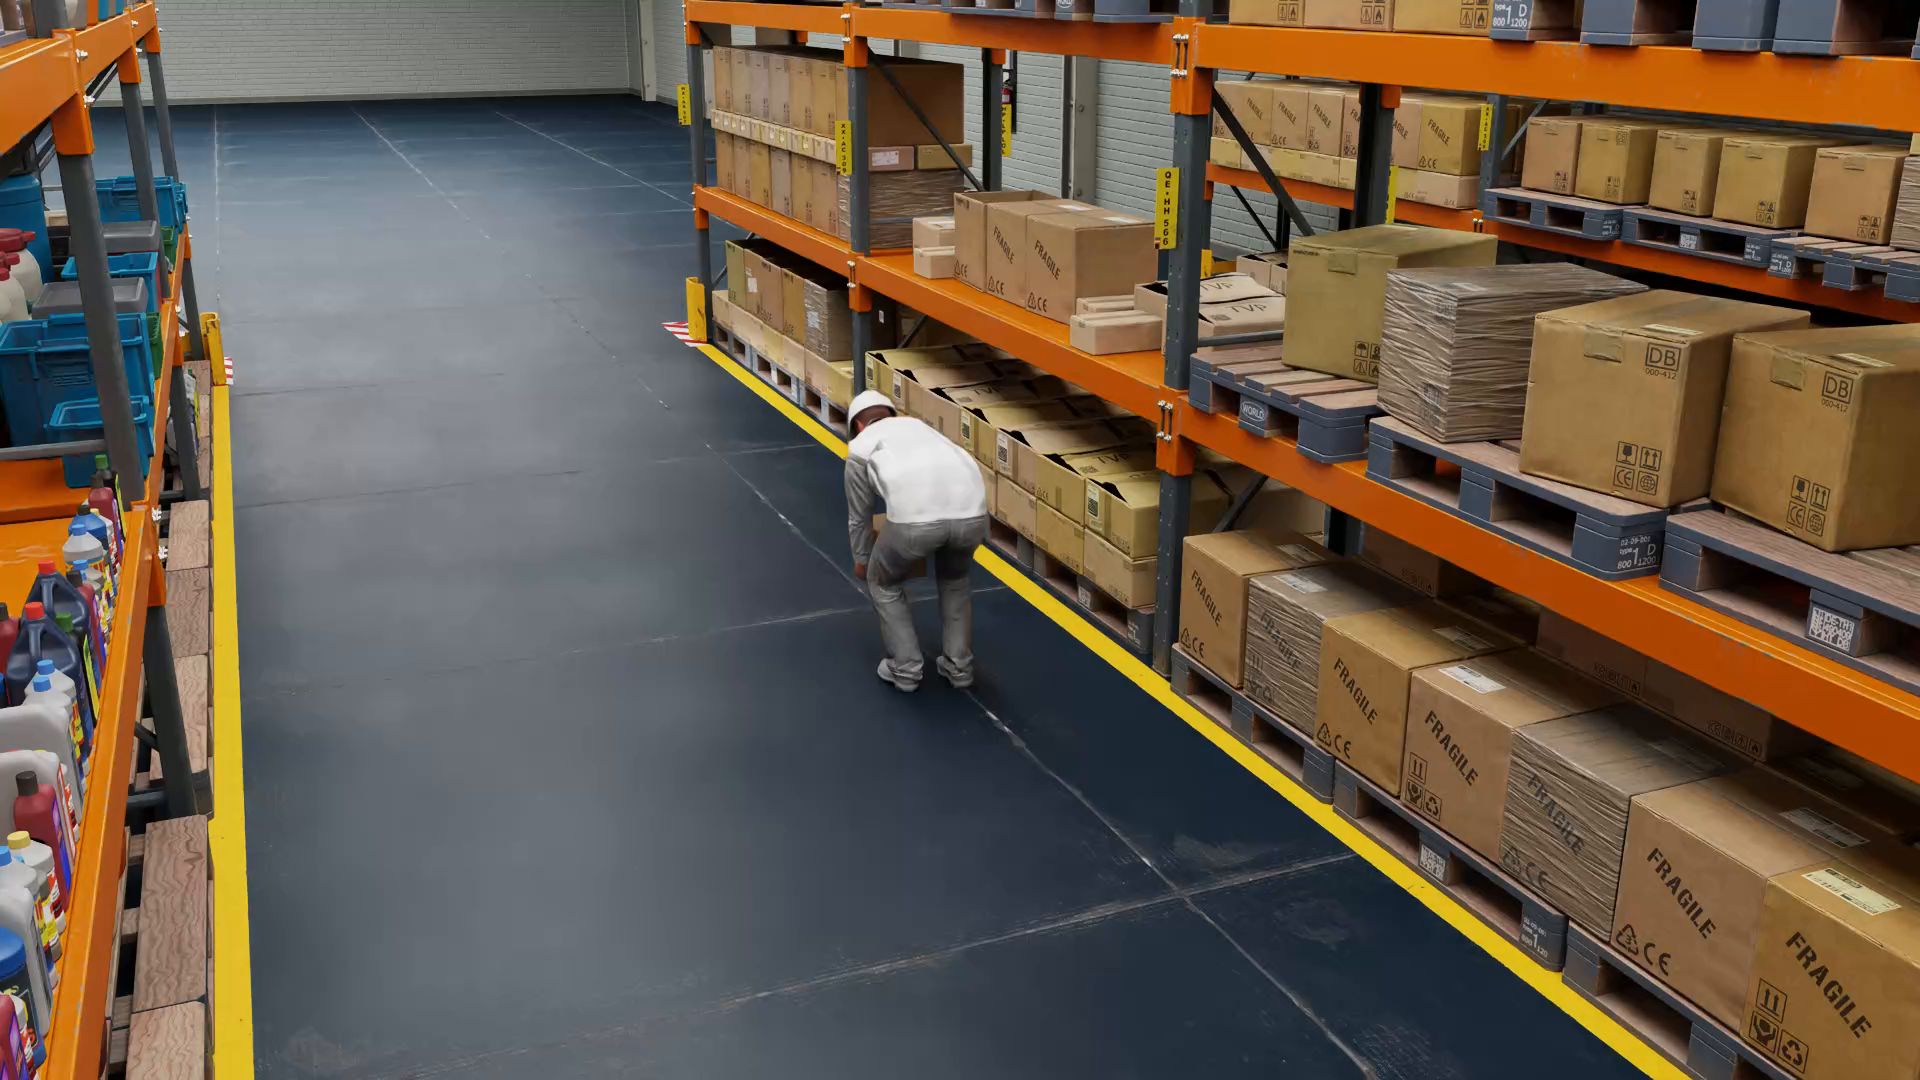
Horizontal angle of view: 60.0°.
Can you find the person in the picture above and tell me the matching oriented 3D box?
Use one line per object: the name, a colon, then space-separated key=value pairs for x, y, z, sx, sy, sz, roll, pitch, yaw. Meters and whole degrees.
person: x=-0.235 y=0.005 z=7.399 sx=0.483 sy=1.202 sz=0.980 roll=-9 pitch=21 yaw=-24
